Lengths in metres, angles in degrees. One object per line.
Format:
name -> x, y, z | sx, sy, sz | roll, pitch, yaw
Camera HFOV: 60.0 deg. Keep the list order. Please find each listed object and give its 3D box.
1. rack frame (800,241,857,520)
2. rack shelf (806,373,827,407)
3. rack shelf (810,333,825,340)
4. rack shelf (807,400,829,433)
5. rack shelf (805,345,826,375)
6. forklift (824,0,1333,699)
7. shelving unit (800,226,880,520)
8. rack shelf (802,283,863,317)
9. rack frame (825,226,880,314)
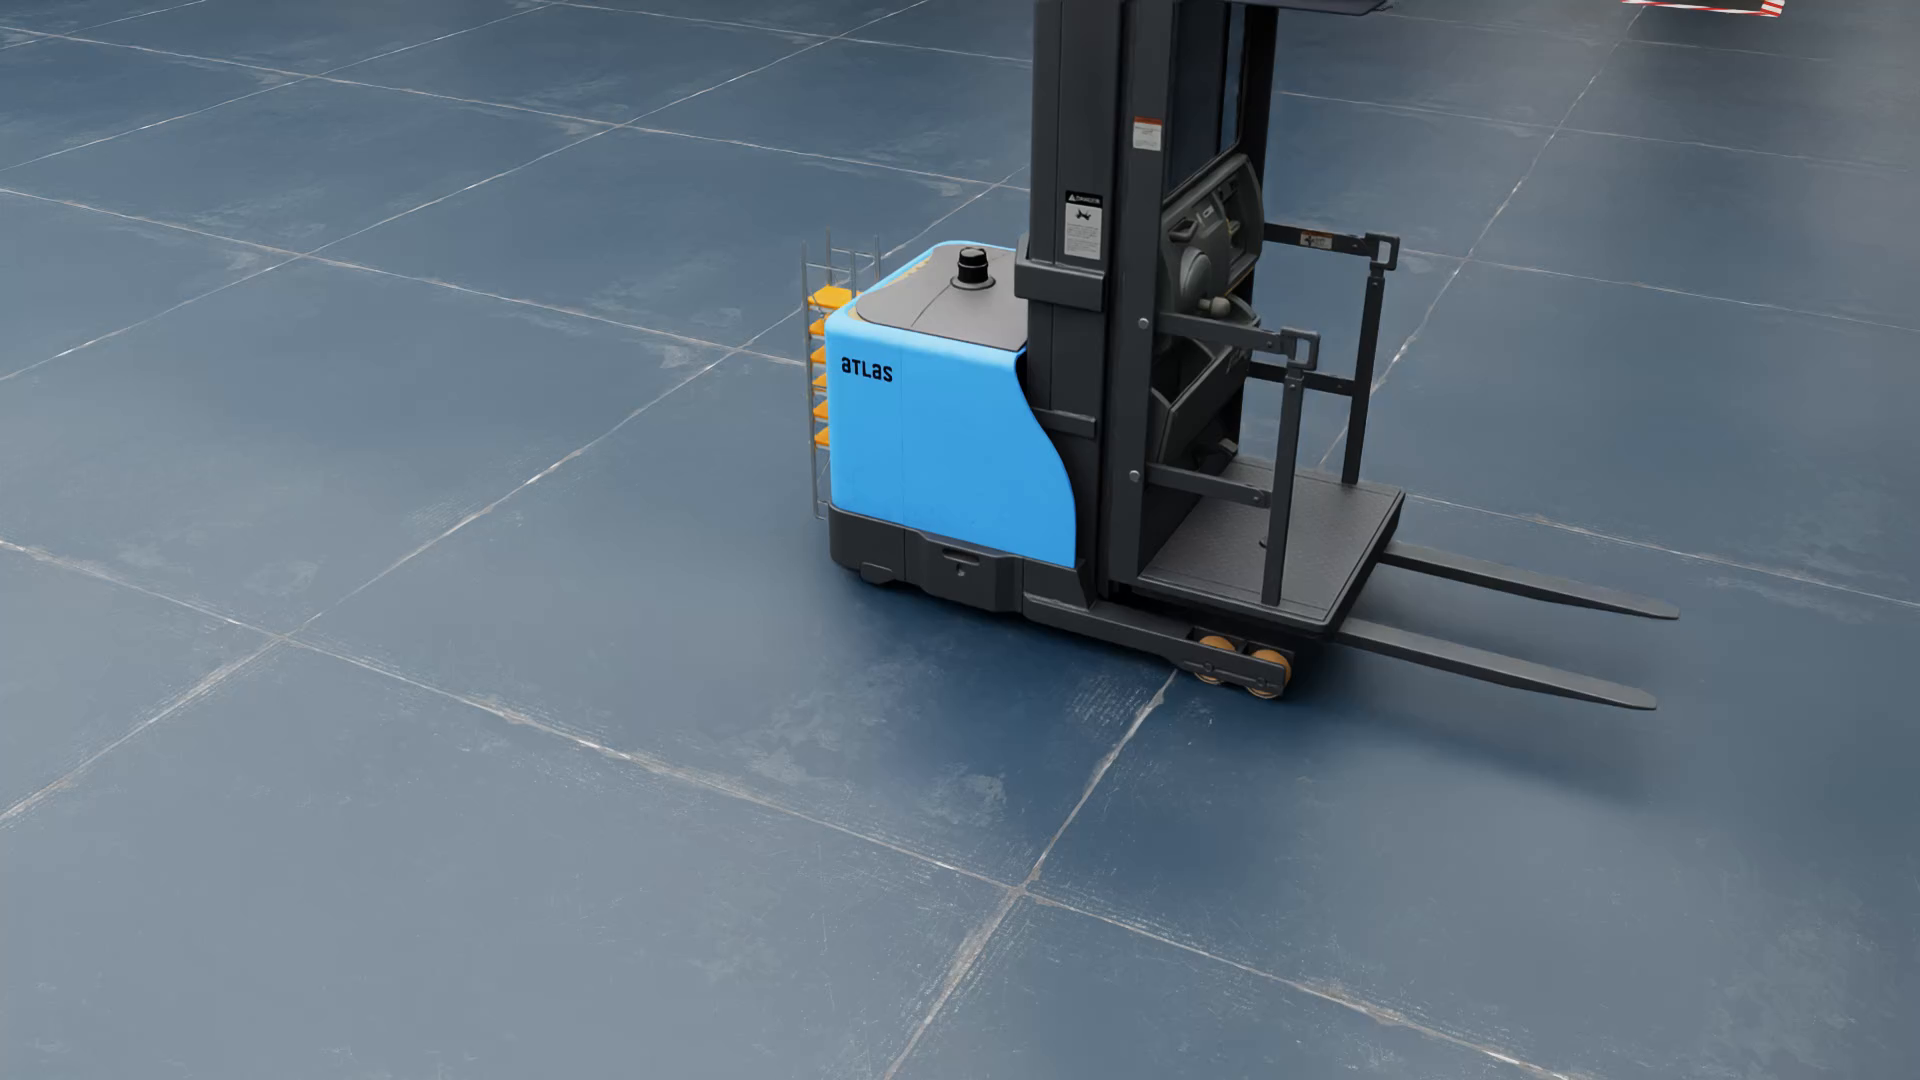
rack frame -> -0.500, -0.589, 6.570 | 0.240, 1.200, 0.006 | 14, 33, 23
rack shelf -> -0.459, -0.591, 6.663 | 0.258, 0.103, 0.180 | 14, 33, 23
rack shelf -> -0.459, -0.816, 6.533 | 0.199, 0.020, 0.166 | 14, 33, 23
rack shelf -> -0.458, -0.487, 6.722 | 0.258, 0.103, 0.180 | 14, 33, 23
rack shelf -> -0.459, -0.695, 6.603 | 0.258, 0.103, 0.180 | 14, 33, 23
forklift -> 1.043, -1.023, 5.588 | 3.031, 2.935, 1.130 | 14, 33, 23
shelving unit -> -0.459, -0.629, 6.641 | 0.258, 1.200, 0.189 | 14, 33, 23
rack shelf -> -0.459, -0.903, 6.484 | 0.258, 0.103, 0.180 | 14, 33, 23
rack frame -> -0.417, -0.670, 6.711 | 0.240, 1.200, 0.006 | 14, 33, 23
